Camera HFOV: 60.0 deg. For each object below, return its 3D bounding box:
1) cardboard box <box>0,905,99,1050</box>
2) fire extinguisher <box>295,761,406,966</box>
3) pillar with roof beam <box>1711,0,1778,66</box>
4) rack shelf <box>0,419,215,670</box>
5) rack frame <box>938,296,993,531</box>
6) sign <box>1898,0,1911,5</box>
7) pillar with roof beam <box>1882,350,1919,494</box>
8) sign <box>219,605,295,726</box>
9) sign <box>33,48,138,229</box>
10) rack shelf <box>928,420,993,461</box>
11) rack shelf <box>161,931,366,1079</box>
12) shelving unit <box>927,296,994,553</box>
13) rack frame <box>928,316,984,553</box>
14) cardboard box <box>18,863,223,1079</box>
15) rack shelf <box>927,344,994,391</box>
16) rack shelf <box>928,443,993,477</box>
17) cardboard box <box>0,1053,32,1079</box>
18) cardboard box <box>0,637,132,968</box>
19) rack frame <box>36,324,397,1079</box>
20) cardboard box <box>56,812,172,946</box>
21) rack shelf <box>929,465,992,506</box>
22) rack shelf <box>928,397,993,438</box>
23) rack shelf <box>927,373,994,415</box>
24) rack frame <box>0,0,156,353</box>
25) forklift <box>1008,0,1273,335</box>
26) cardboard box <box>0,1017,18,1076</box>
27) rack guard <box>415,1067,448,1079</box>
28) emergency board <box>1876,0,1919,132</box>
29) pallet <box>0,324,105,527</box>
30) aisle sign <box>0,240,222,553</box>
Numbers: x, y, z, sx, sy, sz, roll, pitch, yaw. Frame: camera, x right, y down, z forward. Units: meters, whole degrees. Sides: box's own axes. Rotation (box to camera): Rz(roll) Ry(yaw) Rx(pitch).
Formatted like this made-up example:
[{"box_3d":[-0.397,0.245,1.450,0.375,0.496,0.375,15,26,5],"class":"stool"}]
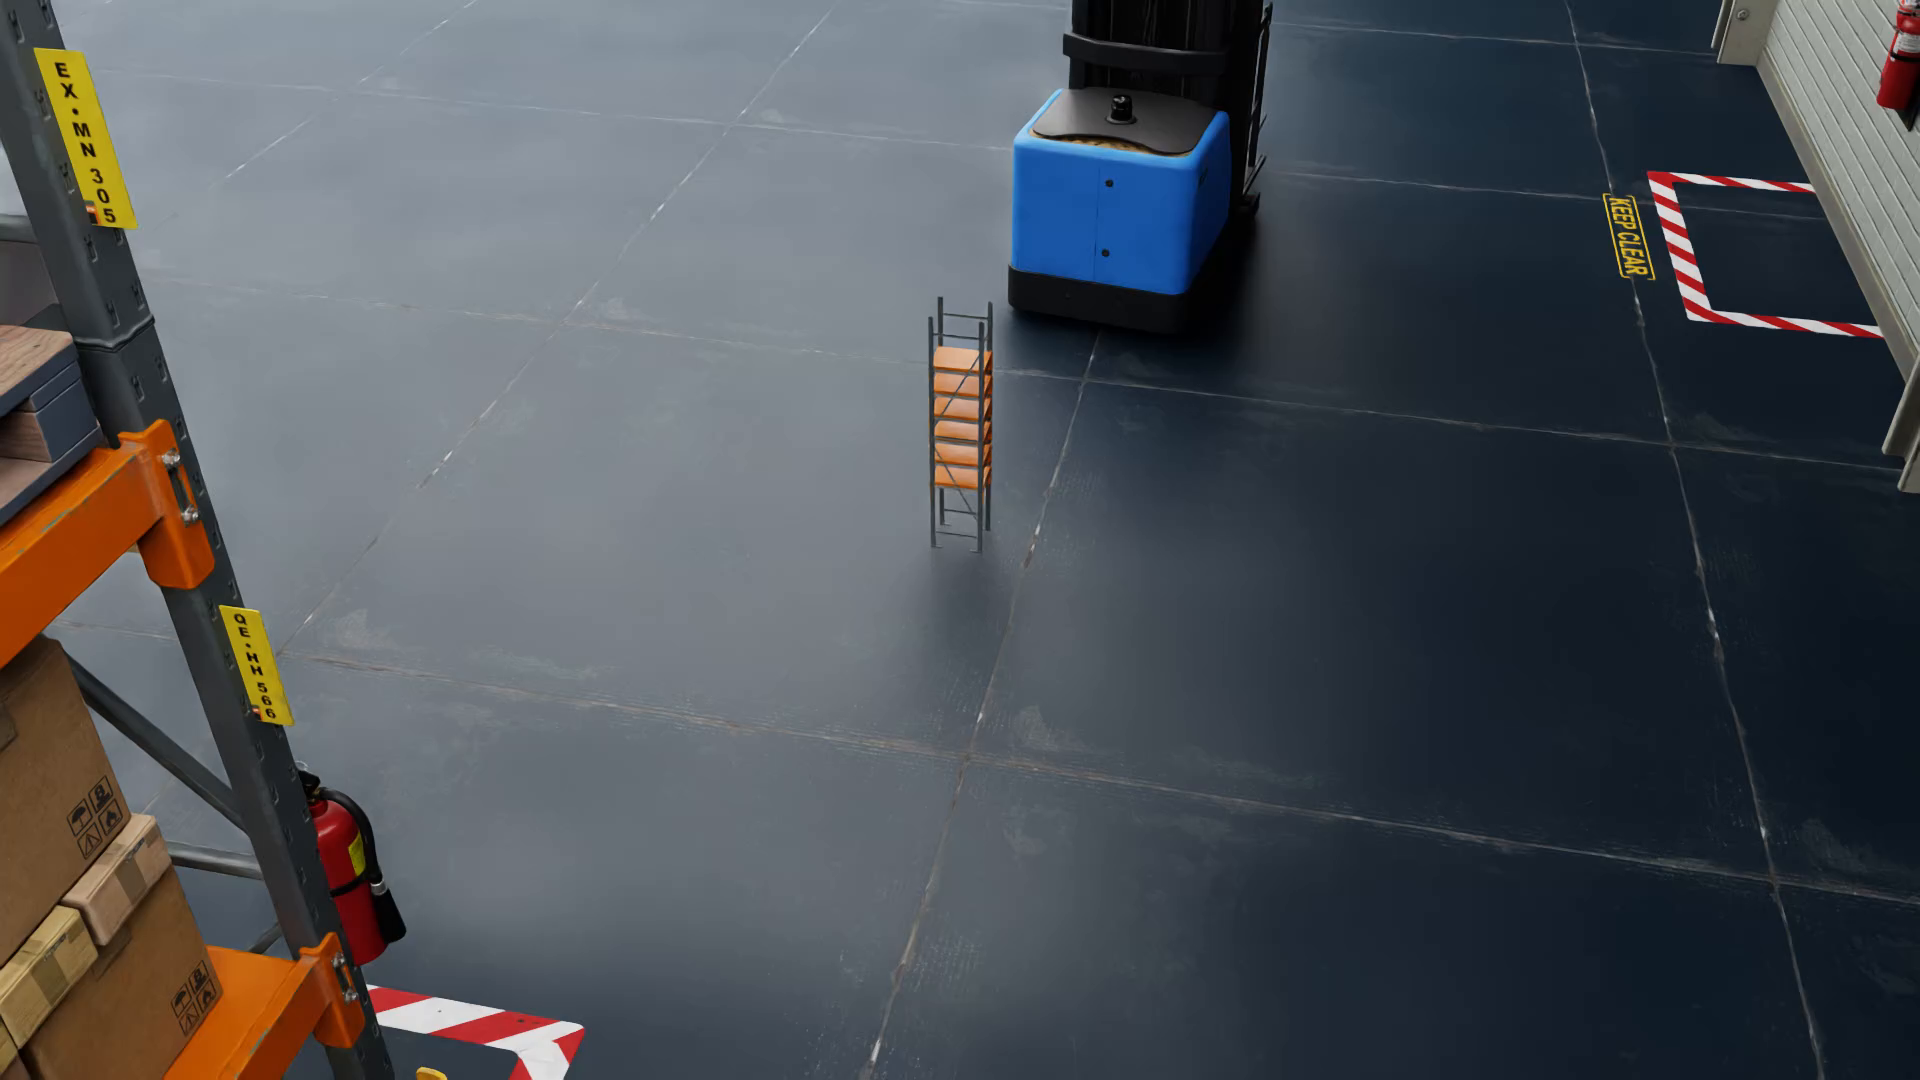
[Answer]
[{"box_3d":[-2.010,0.855,3.376,0.380,0.149,0.250,8,37,11],"class":"cardboard box"},{"box_3d":[-1.581,0.787,4.174,0.296,0.674,0.183,7,37,10],"class":"fire extinguisher"},{"box_3d":[1.833,-7.954,11.057,9.100,9.000,0.400,7,37,10],"class":"pillar with roof beam"},{"box_3d":[-2.487,0.989,1.887,1.077,0.370,4.000,7,37,10],"class":"rack shelf"},{"box_3d":[0.023,-0.547,7.482,0.240,1.200,0.006,7,37,10],"class":"rack frame"},{"box_3d":[5.541,-3.276,9.684,0.001,0.329,0.234,7,37,10],"class":"sign"},{"box_3d":[0.552,-4.515,6.311,9.100,9.000,0.400,7,37,10],"class":"pillar with roof beam"},{"box_3d":[-1.533,0.277,3.624,0.100,0.325,0.005,7,37,10],"class":"sign"},{"box_3d":[-1.533,-0.700,2.916,0.100,0.325,0.005,7,37,10],"class":"sign"},{"box_3d":[0.003,-0.458,7.435,0.258,0.103,0.180,7,37,10],"class":"rack shelf"},{"box_3d":[-2.487,2.203,2.767,1.077,0.370,4.000,7,37,10],"class":"rack shelf"},{"box_3d":[0.003,-0.494,7.409,0.258,1.200,0.189,7,37,10],"class":"shelving unit"},{"box_3d":[-0.016,-0.442,7.337,0.240,1.200,0.006,7,37,10],"class":"rack frame"},{"box_3d":[-2.172,0.991,3.741,0.700,0.500,0.500,7,37,10],"class":"cardboard box"},{"box_3d":[0.003,-0.750,7.224,0.258,0.103,0.180,7,37,10],"class":"rack shelf"},{"box_3d":[0.003,-0.361,7.506,0.258,0.103,0.180,7,37,10],"class":"rack shelf"},{"box_3d":[-2.280,1.293,3.325,0.700,0.500,0.500,8,37,11],"class":"cardboard box"},{"box_3d":[-2.184,0.496,3.319,0.700,0.500,0.500,7,37,10],"class":"cardboard box"},{"box_3d":[-2.060,0.765,4.138,1.000,3.000,0.127,7,37,10],"class":"rack frame"},{"box_3d":[-1.956,0.705,3.583,0.380,0.149,0.250,7,36,9],"class":"cardboard box"},{"box_3d":[0.003,-0.264,7.576,0.258,0.103,0.180,7,37,10],"class":"rack shelf"},{"box_3d":[0.003,-0.555,7.365,0.258,0.103,0.180,7,37,10],"class":"rack shelf"},{"box_3d":[0.003,-0.652,7.295,0.258,0.103,0.180,7,37,10],"class":"rack shelf"},{"box_3d":[-2.060,-1.664,2.377,1.000,3.000,0.127,7,37,10],"class":"rack frame"},{"box_3d":[1.261,-3.185,9.646,1.130,2.935,3.031,12,38,16],"class":"forklift"},{"box_3d":[-2.065,1.002,3.173,0.380,0.149,0.250,7,36,9],"class":"cardboard box"},{"box_3d":[-2.055,1.764,4.890,1.175,0.500,0.348,7,37,10],"class":"rack guard"},{"box_3d":[5.322,-2.958,9.275,0.194,1.169,0.643,7,37,10],"class":"emergency board"},{"box_3d":[-2.236,-0.011,2.729,1.003,0.211,1.213,7,37,10],"class":"pallet"},{"box_3d":[-1.759,-0.288,3.376,0.394,0.787,0.004,7,37,10],"class":"aisle sign"}]
